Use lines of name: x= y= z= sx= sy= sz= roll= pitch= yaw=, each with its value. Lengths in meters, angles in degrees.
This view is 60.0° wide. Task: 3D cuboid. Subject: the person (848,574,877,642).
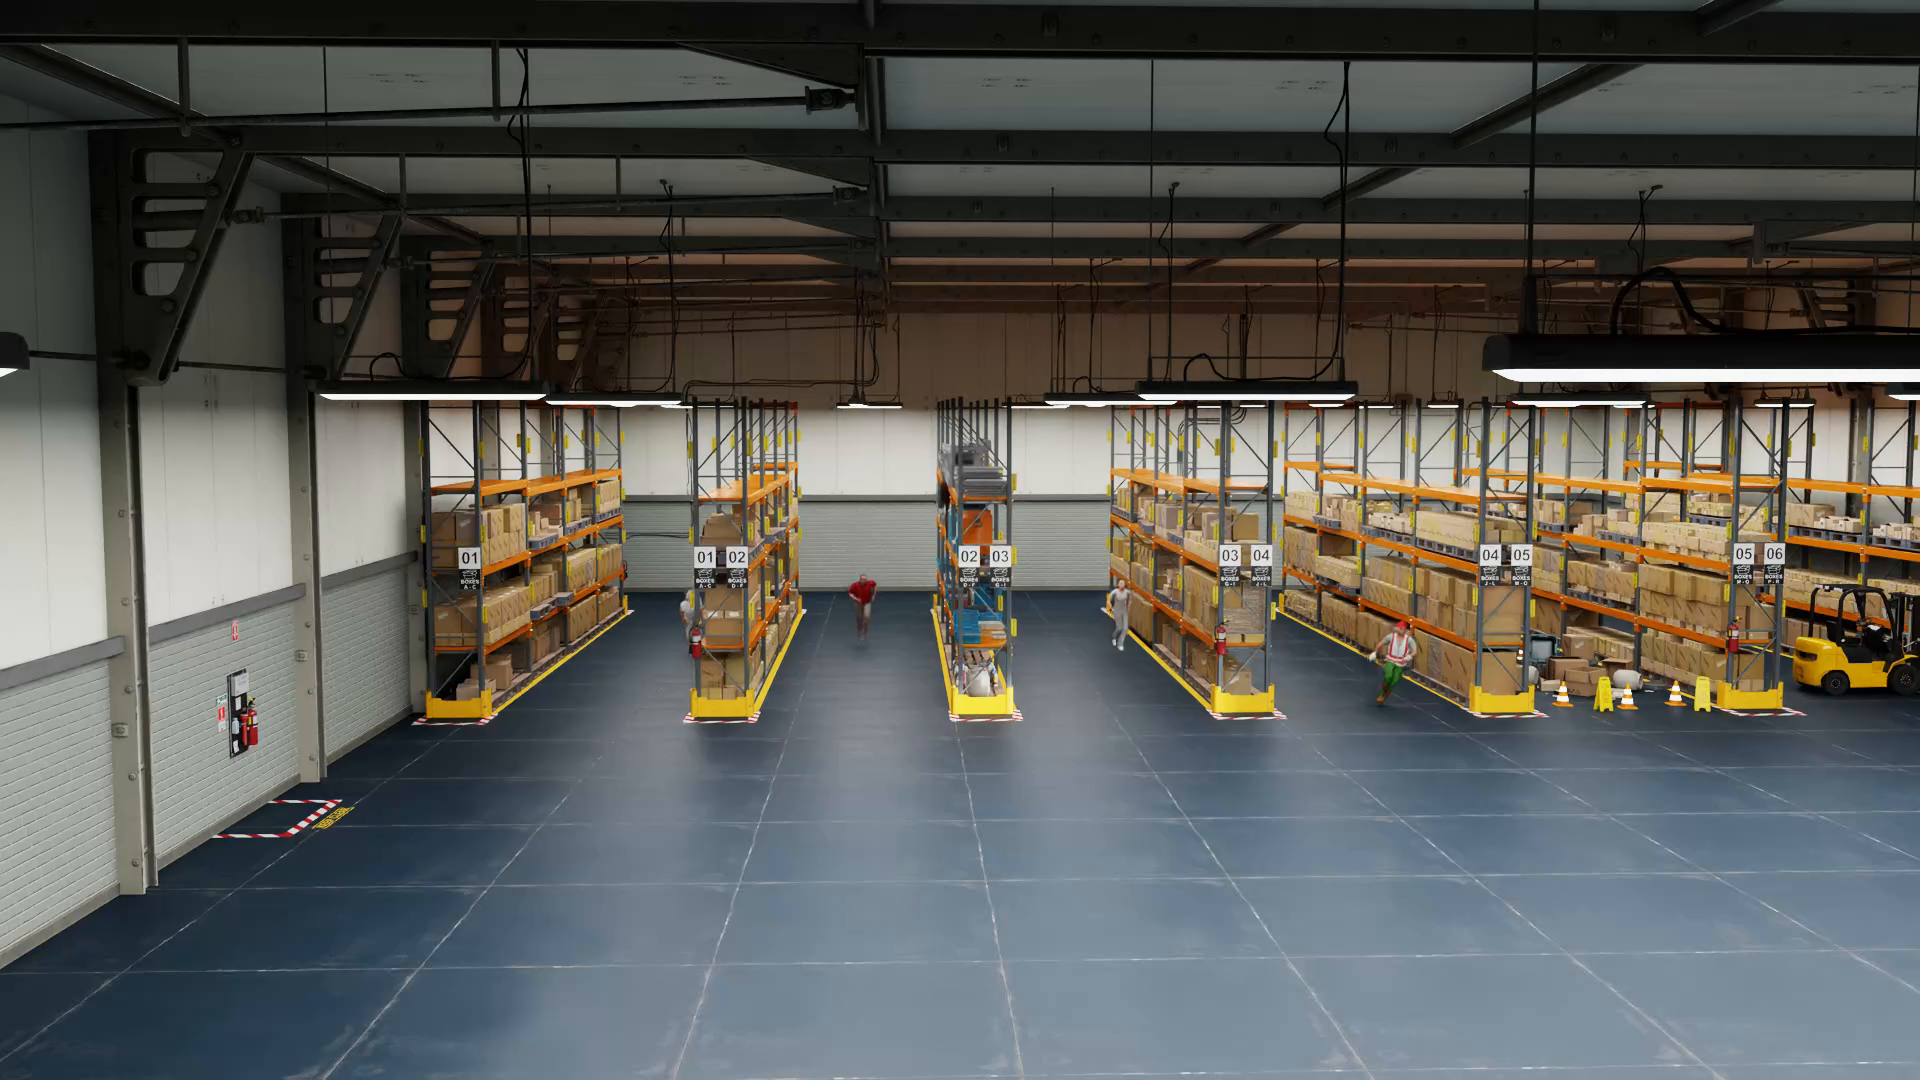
person: x=-2.371 y=1.602 z=40.370 sx=0.700 sy=1.643 sz=1.000 roll=-1 pitch=4 yaw=-9

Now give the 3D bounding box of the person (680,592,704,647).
person: x=-6.299 y=1.940 z=39.238 sx=0.642 sy=1.515 sz=0.900 roll=-1 pitch=5 yaw=-18

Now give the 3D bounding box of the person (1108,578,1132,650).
person: x=3.682 y=1.687 z=38.144 sx=0.575 sy=1.635 sz=0.535 roll=-1 pitch=5 yaw=-15

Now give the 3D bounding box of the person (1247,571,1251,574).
person: x=8.036 y=1.384 z=45.356 sx=0.547 sy=1.646 sz=0.643 roll=0 pitch=4 yaw=2

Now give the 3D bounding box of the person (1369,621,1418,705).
person: x=8.421 y=2.394 z=32.200 sx=0.840 sy=1.671 sz=0.727 roll=0 pitch=4 yaw=1
